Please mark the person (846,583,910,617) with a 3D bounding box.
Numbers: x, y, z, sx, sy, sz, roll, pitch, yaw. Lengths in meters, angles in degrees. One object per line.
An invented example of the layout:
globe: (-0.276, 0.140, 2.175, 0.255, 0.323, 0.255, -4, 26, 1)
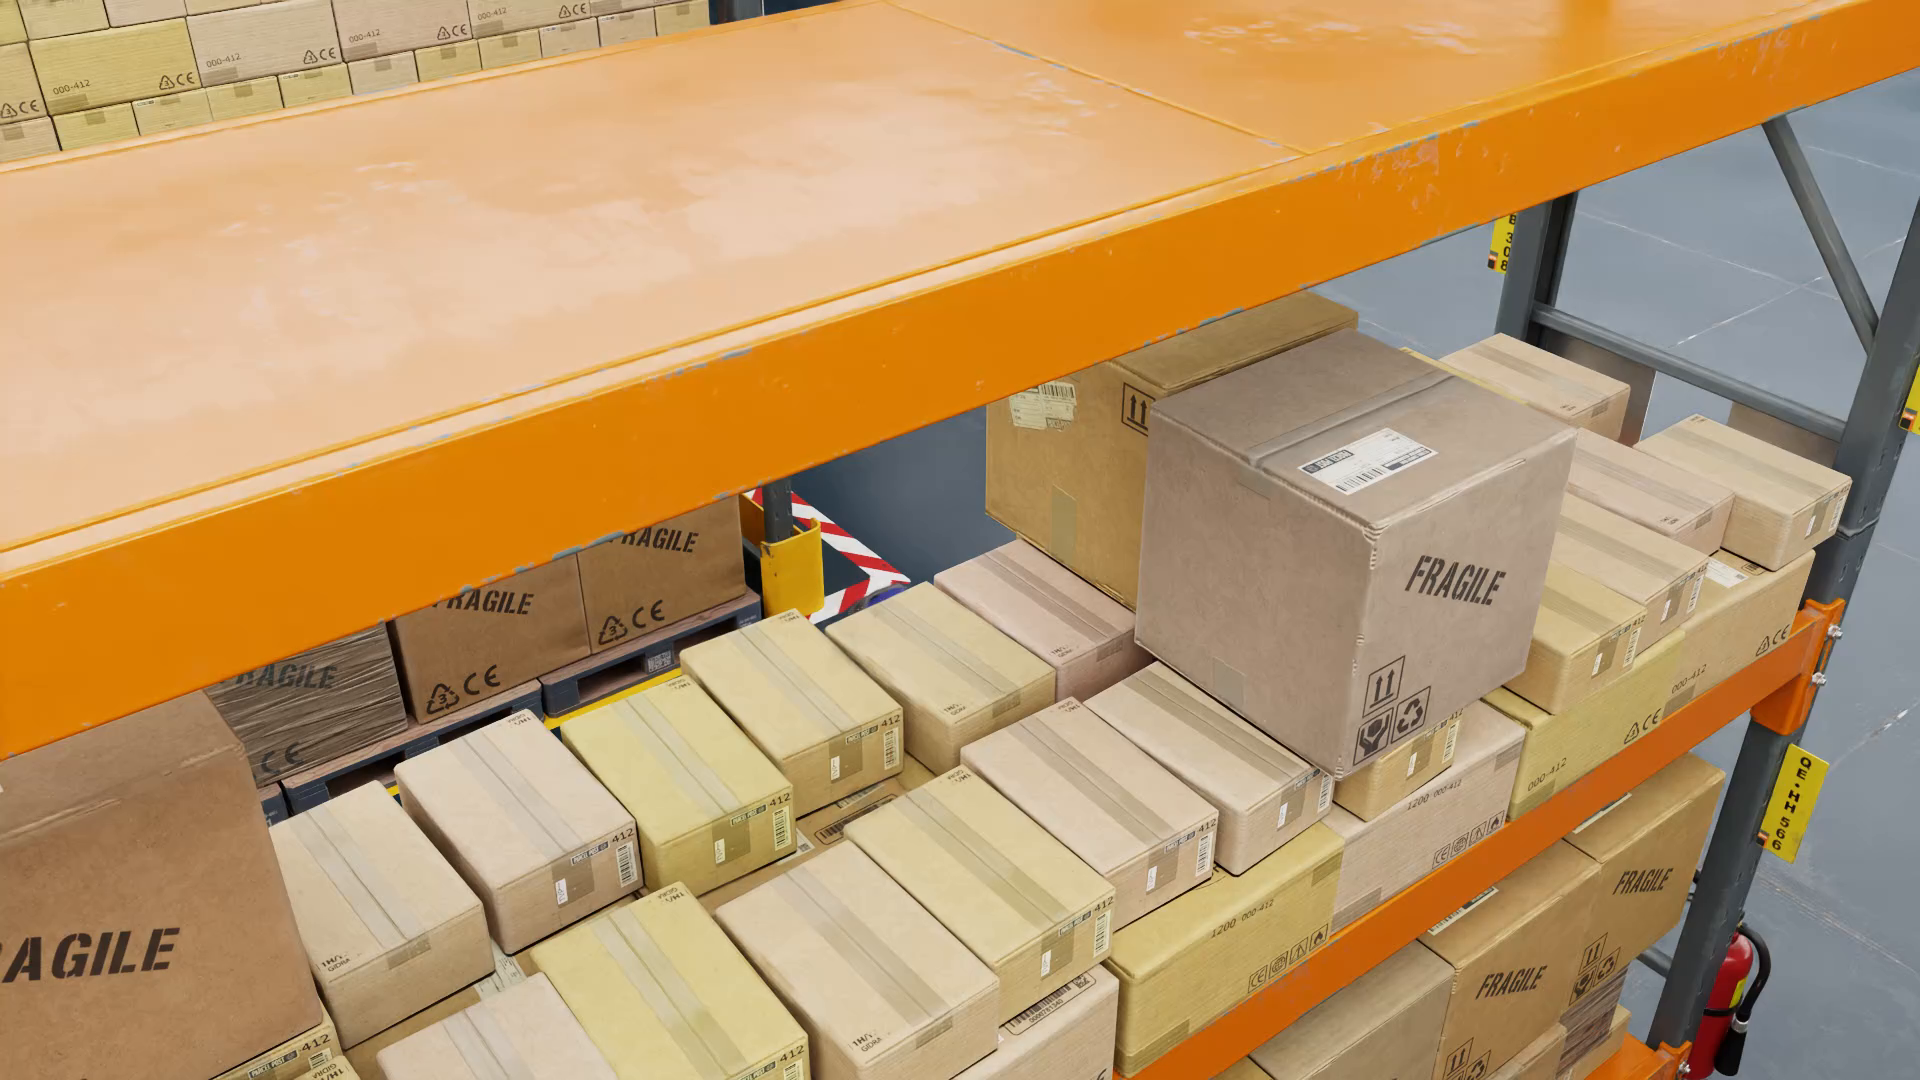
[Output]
person: (-0.143, 0.646, 7.399, 0.457, 0.996, 0.860, -25, 40, -33)
